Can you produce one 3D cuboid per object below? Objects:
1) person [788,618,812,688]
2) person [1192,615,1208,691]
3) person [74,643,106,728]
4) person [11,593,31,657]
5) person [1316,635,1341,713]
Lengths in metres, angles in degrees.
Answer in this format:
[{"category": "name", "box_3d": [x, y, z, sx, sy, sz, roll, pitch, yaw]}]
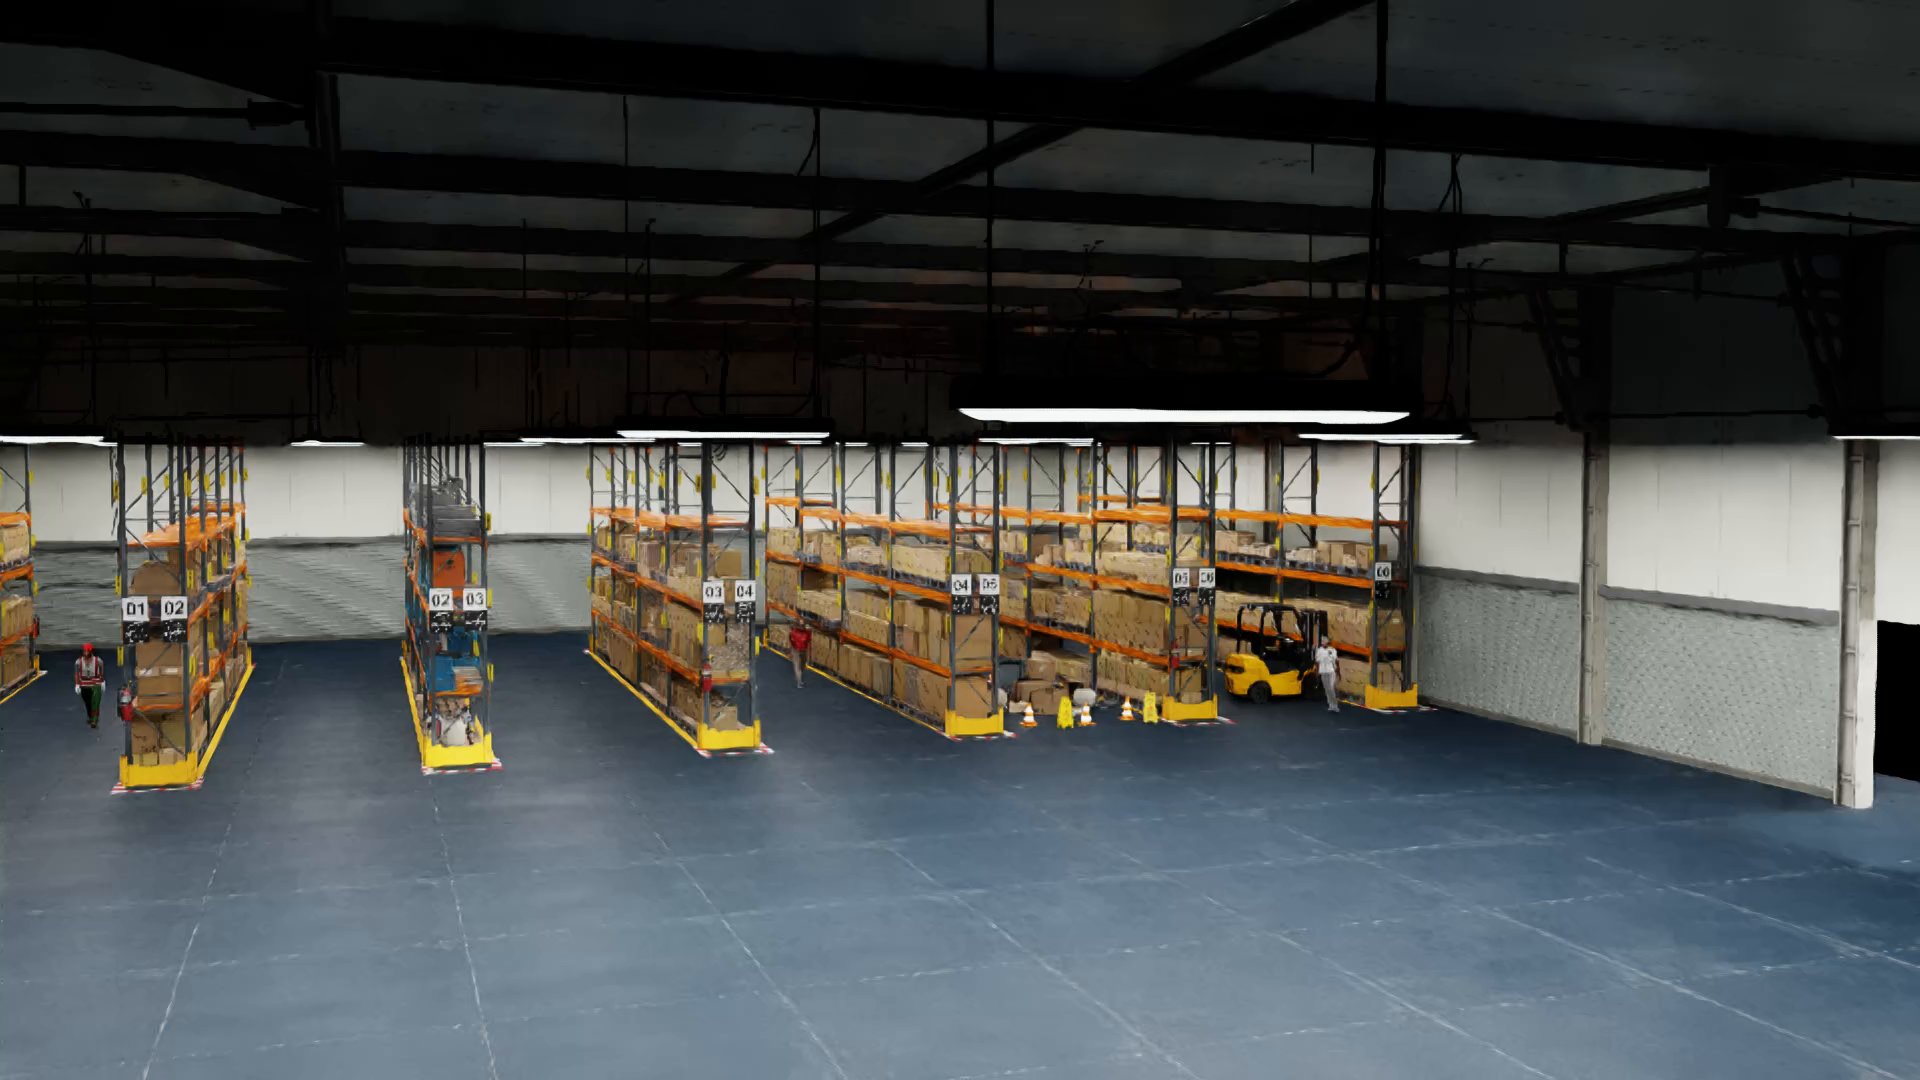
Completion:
[{"category": "person", "box_3d": [-3.789, 2.683, 39.695, 0.540, 1.646, 1.130, -1, 3, -22]}, {"category": "person", "box_3d": [5.521, 2.645, 39.175, 0.593, 1.775, 0.670, 1, 3, 11]}, {"category": "person", "box_3d": [-17.862, 2.963, 34.112, 0.553, 1.706, 1.123, -1, 3, -18]}, {"category": "person", "box_3d": [-25.719, 2.334, 45.221, 0.575, 1.777, 0.656, 1, 3, 24]}, {"category": "person", "box_3d": [8.011, 2.883, 36.038, 0.579, 1.674, 0.480, 2, 4, 36]}]
